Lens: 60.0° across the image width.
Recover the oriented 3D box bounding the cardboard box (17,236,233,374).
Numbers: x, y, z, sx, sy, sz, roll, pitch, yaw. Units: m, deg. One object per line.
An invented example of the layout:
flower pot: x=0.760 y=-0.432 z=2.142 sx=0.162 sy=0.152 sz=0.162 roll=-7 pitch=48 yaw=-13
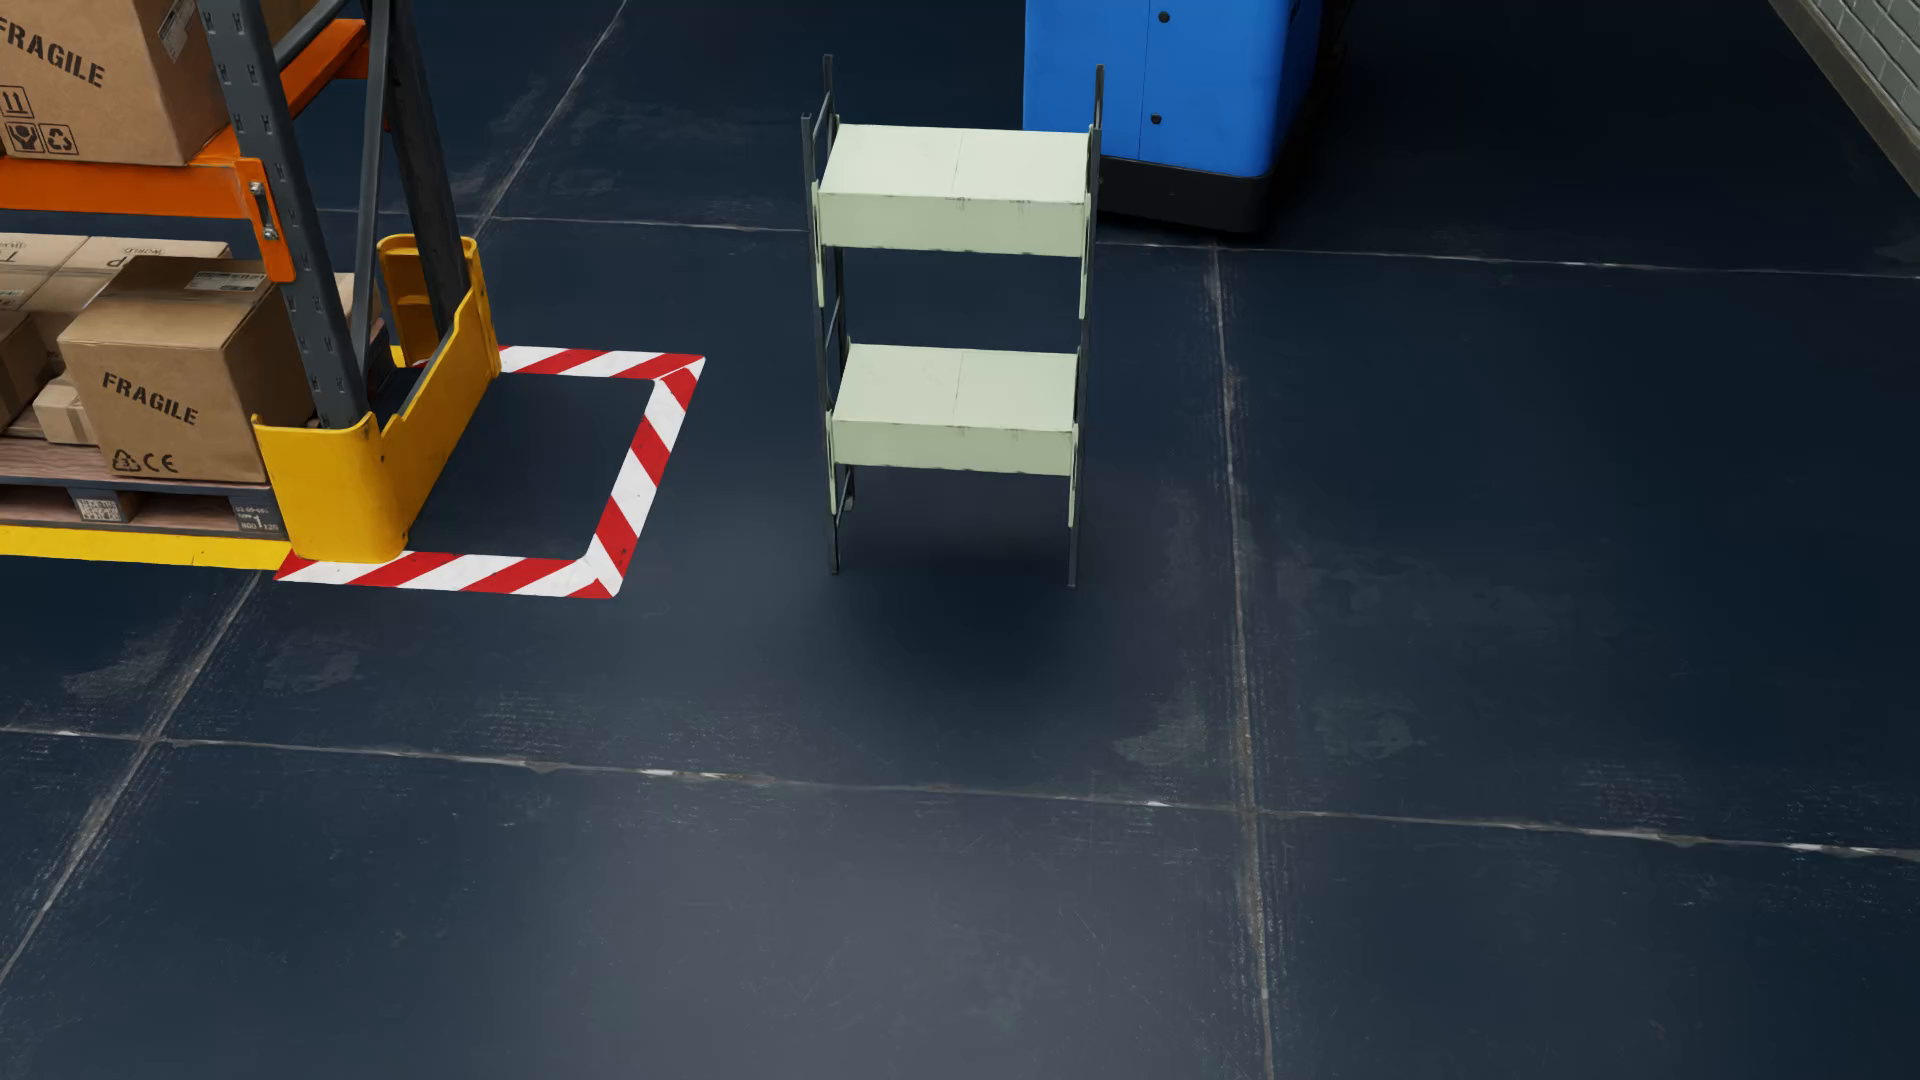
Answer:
cardboard box: x=-2.813 y=-0.798 z=5.684 sx=0.500 sy=0.250 sz=0.500 roll=3 pitch=39 yaw=4

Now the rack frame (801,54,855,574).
rack frame: x=-0.371 y=-0.602 z=4.801 sx=0.023 sy=1.500 sz=0.400 roll=3 pitch=39 yaw=4

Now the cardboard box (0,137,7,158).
cardboard box: x=-2.784 y=-1.376 z=4.486 sx=0.500 sy=0.500 sz=0.500 roll=3 pitch=39 yaw=4

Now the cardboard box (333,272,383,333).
cardboard box: x=-2.185 y=-0.762 z=5.720 sx=0.250 sy=0.149 sz=0.380 roll=3 pitch=39 yaw=4

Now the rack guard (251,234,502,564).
rack guard: x=-1.873 y=-0.493 z=5.460 sx=0.348 sy=0.500 sz=1.175 roll=3 pitch=39 yaw=4

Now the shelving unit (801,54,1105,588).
shelving unit: x=-0.007 y=-0.582 z=4.777 sx=0.755 sy=1.500 sz=0.431 roll=3 pitch=39 yaw=4

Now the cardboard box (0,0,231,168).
cardboard box: x=-2.267 y=-1.350 z=4.454 sx=0.500 sy=0.500 sz=0.500 roll=4 pitch=39 yaw=5

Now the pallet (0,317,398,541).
pallet: x=-2.667 y=-0.424 z=5.603 sx=1.213 sy=0.211 sz=1.003 roll=3 pitch=39 yaw=4

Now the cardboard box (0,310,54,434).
cardboard box: x=-3.304 y=-0.508 z=5.327 sx=0.500 sy=0.250 sz=0.500 roll=3 pitch=39 yaw=4

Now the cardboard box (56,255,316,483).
cardboard box: x=-2.360 y=-0.534 z=5.162 sx=0.500 sy=0.500 sz=0.500 roll=3 pitch=39 yaw=4

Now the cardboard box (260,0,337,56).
cardboard box: x=-2.217 y=-1.687 z=4.867 sx=0.500 sy=0.500 sz=0.500 roll=4 pitch=39 yaw=5

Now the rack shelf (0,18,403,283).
rack shelf: x=-3.790 y=-1.288 z=5.026 sx=4.000 sy=0.370 sz=1.077 roll=3 pitch=39 yaw=4

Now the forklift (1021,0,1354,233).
forklift: x=1.210 y=-3.298 z=6.979 sx=1.130 sy=2.935 sz=3.031 roll=13 pitch=41 yaw=15

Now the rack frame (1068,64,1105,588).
rack frame: x=0.358 y=-0.562 z=4.752 sx=0.023 sy=1.500 sz=0.400 roll=3 pitch=39 yaw=4

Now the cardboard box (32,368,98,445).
cardboard box: x=-2.756 y=-0.483 z=5.364 sx=0.250 sy=0.166 sz=0.380 roll=3 pitch=39 yaw=4

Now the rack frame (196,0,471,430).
rack frame: x=-1.797 y=-1.458 z=4.665 sx=0.127 sy=3.000 sz=1.000 roll=3 pitch=39 yaw=4

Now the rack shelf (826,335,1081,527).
rack shelf: x=-0.007 y=-0.329 z=4.983 sx=0.720 sy=0.370 sz=0.431 roll=3 pitch=39 yaw=4

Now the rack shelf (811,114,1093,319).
rack shelf: x=-0.007 y=-0.885 z=4.531 sx=0.720 sy=0.370 sz=0.431 roll=3 pitch=39 yaw=4

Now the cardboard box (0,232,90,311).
cardboard box: x=-3.311 y=-0.825 z=5.717 sx=0.500 sy=0.250 sz=0.500 roll=3 pitch=39 yaw=4
